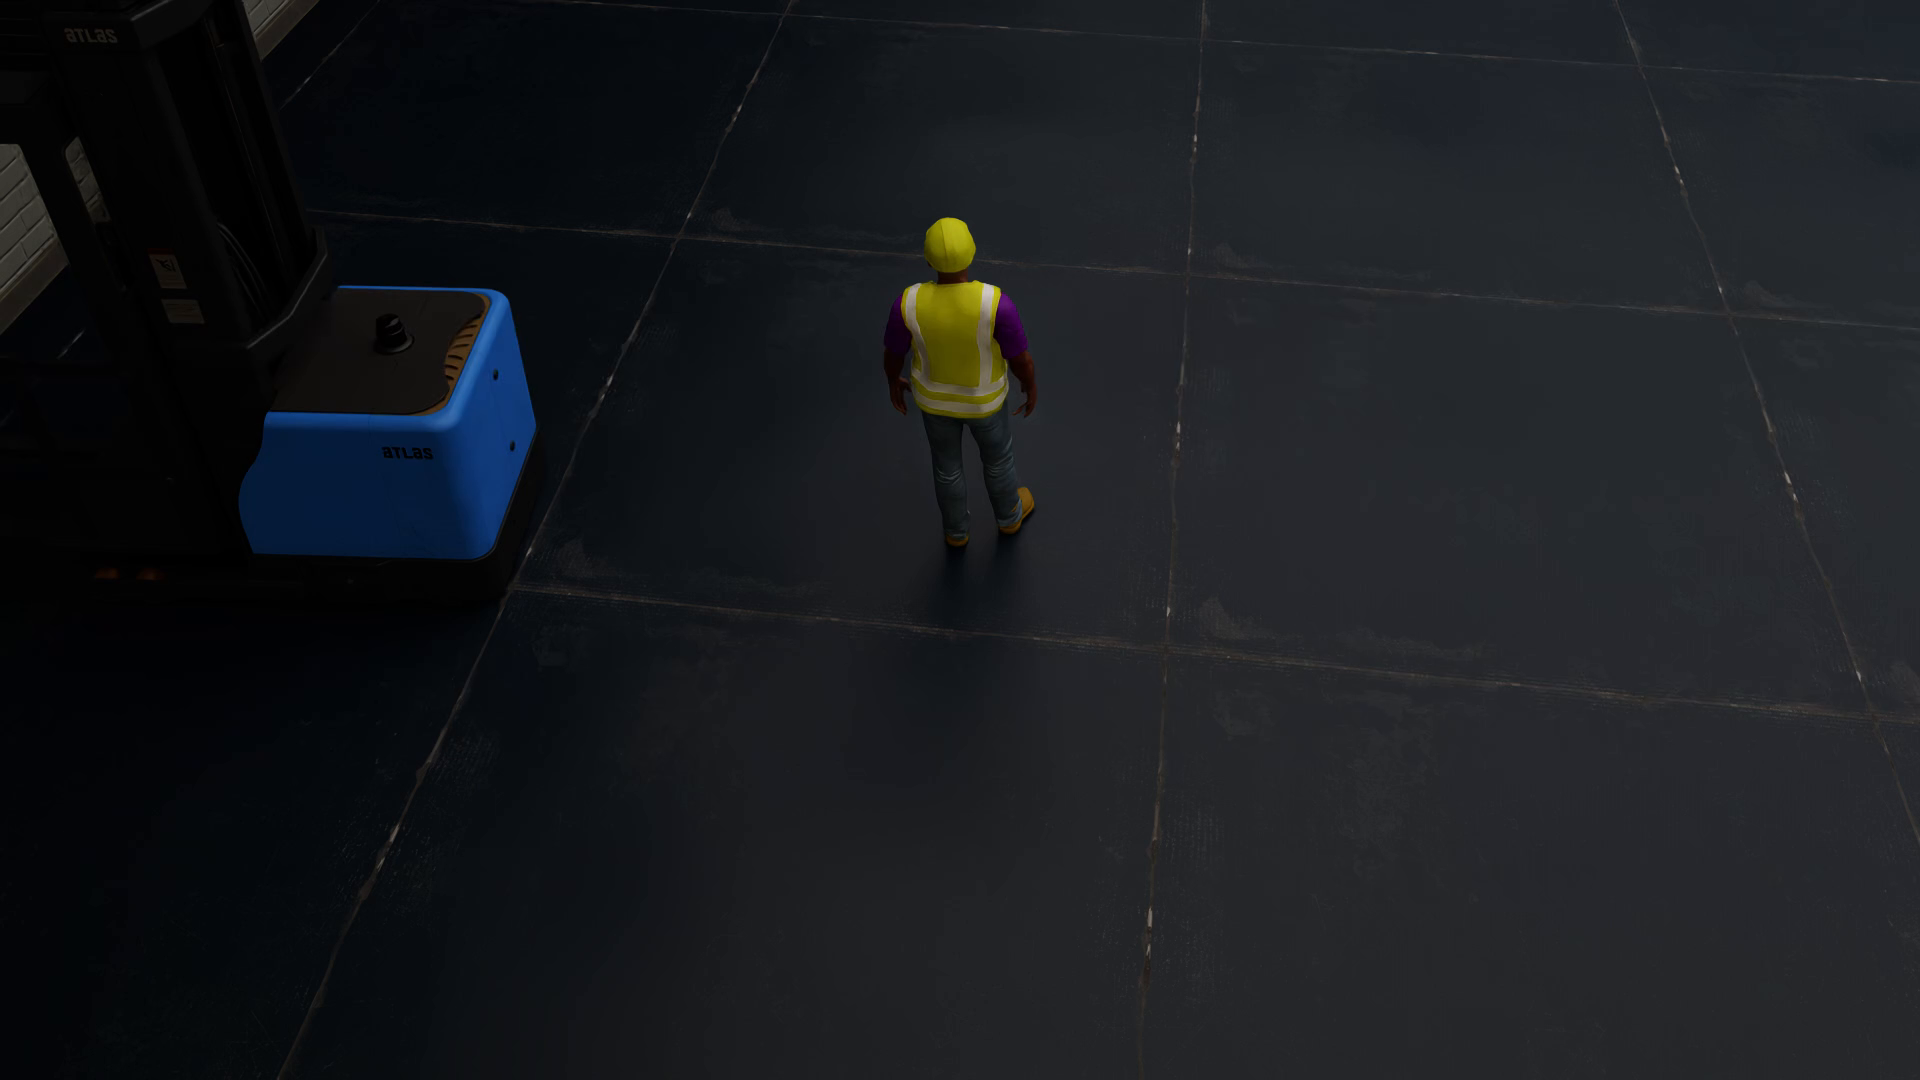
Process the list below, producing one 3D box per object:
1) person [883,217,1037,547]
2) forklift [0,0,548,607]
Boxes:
[{"bbox_3d":[0.014,-0.702,7.339,0.666,1.768,0.575,5,43,6],"label":"person"},{"bbox_3d":[-3.561,-1.148,6.974,3.031,2.935,1.130,2,43,2],"label":"forklift"}]
